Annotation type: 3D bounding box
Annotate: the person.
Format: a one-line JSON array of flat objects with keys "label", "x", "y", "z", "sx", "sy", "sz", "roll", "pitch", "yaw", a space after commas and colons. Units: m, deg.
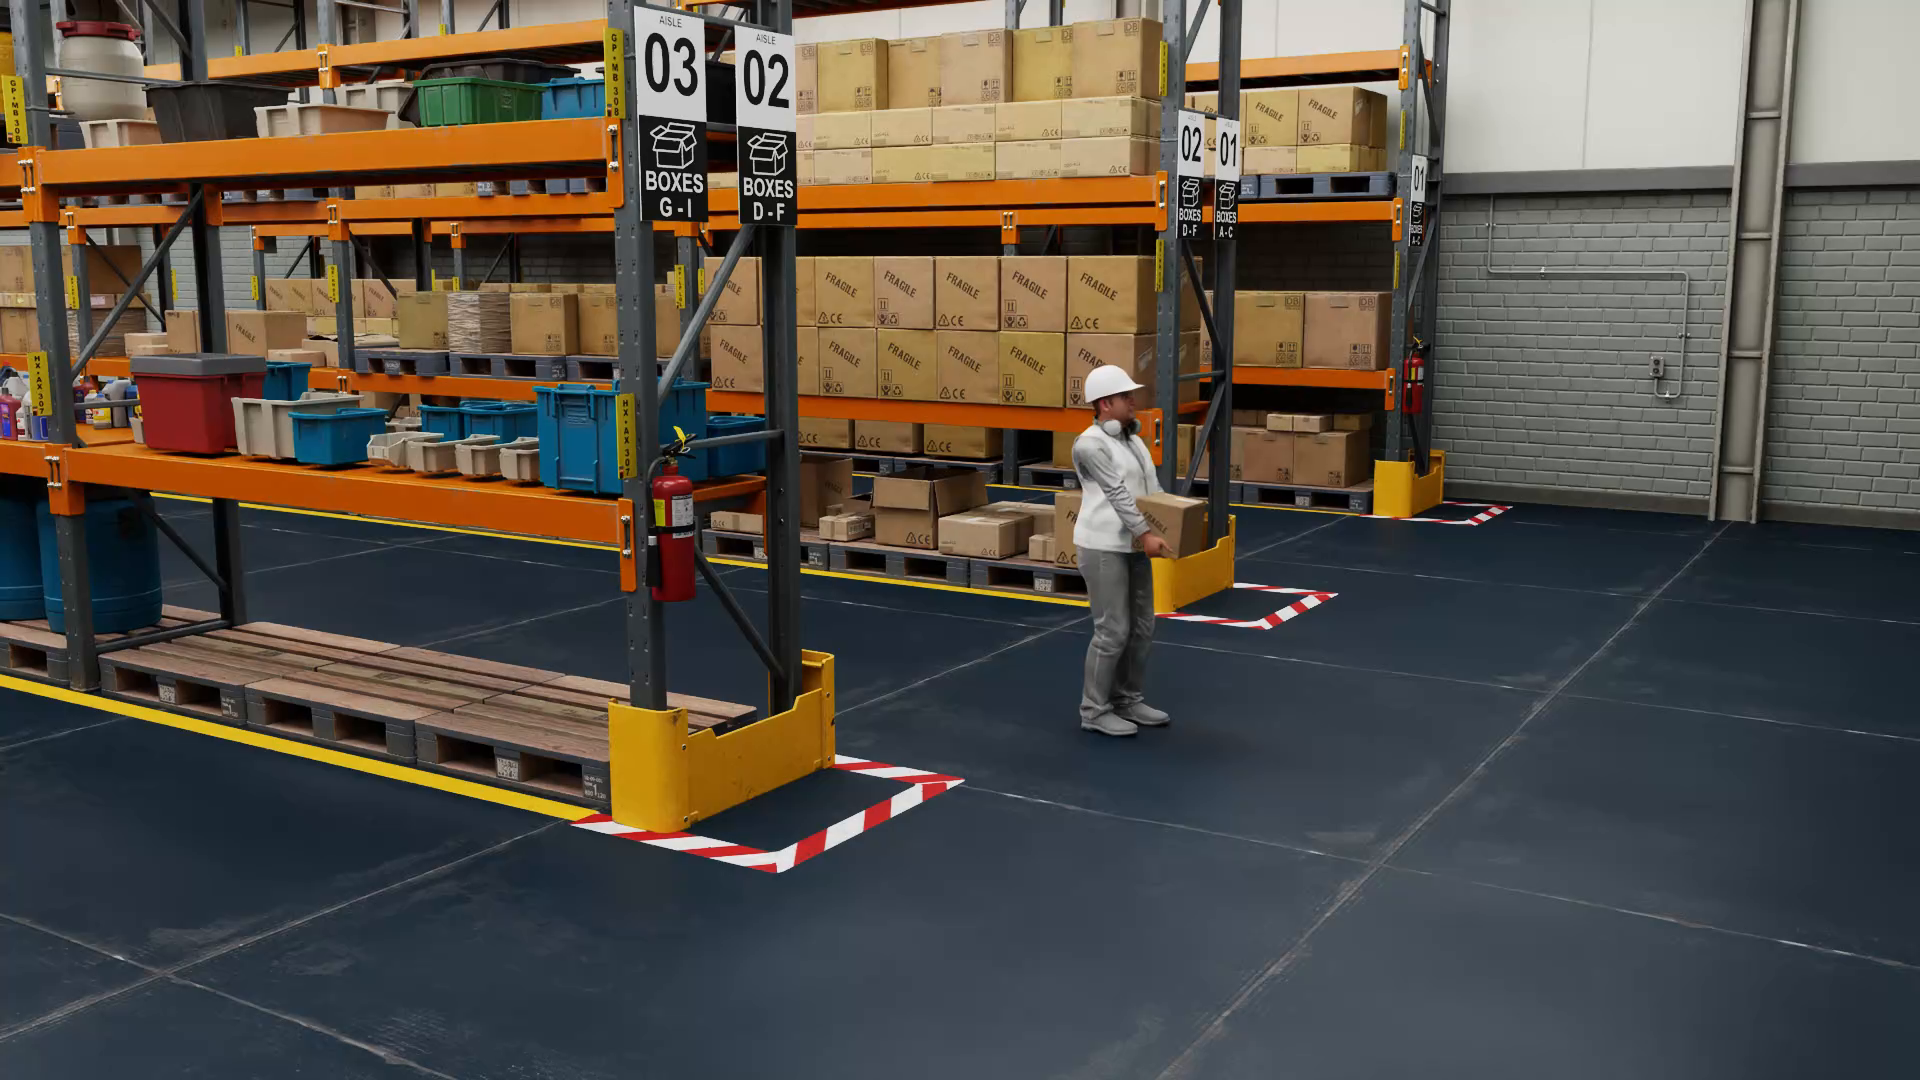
[{"label": "person", "x": 0.844, "y": 0.046, "z": 8.047, "sx": 0.549, "sy": 1.763, "sz": 0.494, "roll": 6, "pitch": 11, "yaw": 32}]
